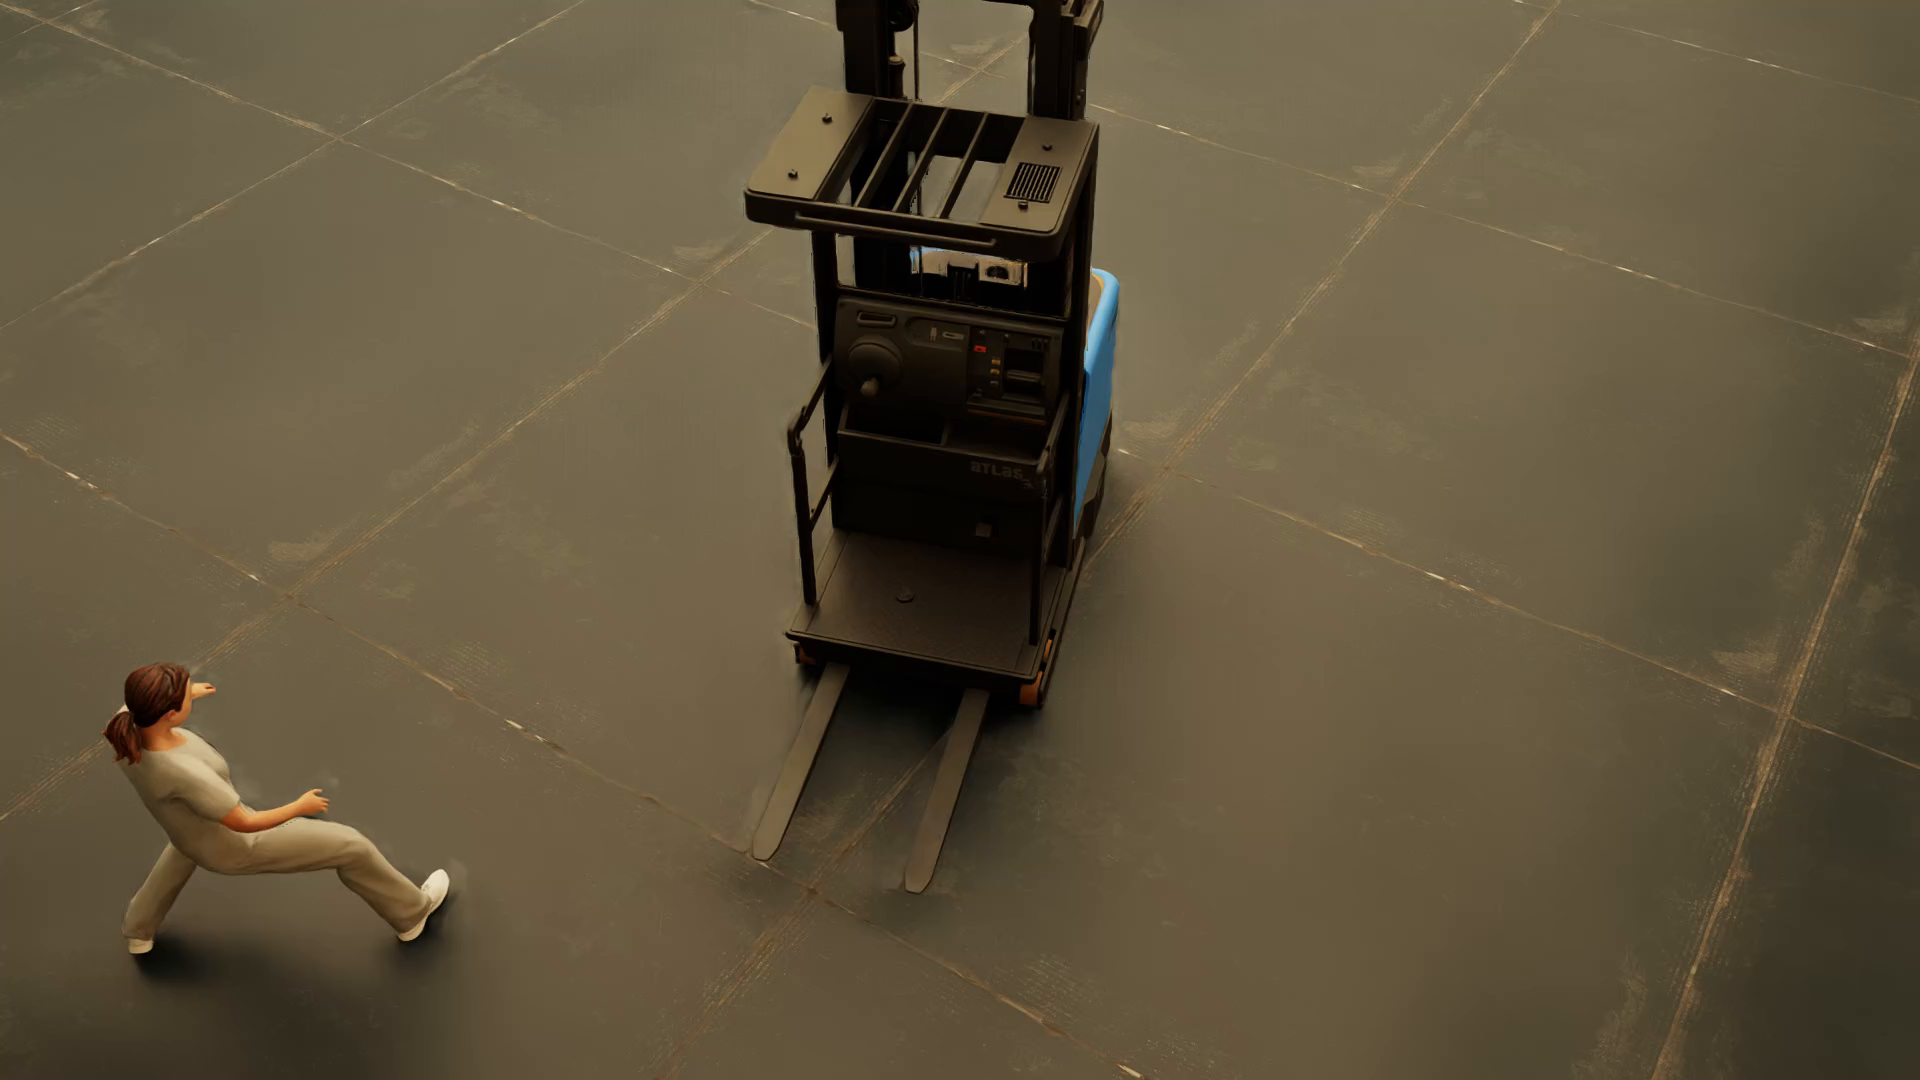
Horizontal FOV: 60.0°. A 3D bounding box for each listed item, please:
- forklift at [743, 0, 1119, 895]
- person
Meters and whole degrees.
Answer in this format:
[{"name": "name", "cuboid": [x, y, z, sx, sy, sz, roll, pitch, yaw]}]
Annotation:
[{"name": "forklift", "cuboid": [-0.102, -0.636, 6.520, 1.130, 2.935, 3.031, 10, 44, 10]}, {"name": "person", "cuboid": [-2.608, 0.919, 5.948, 1.025, 1.520, 0.955, 28, 50, 26]}]
